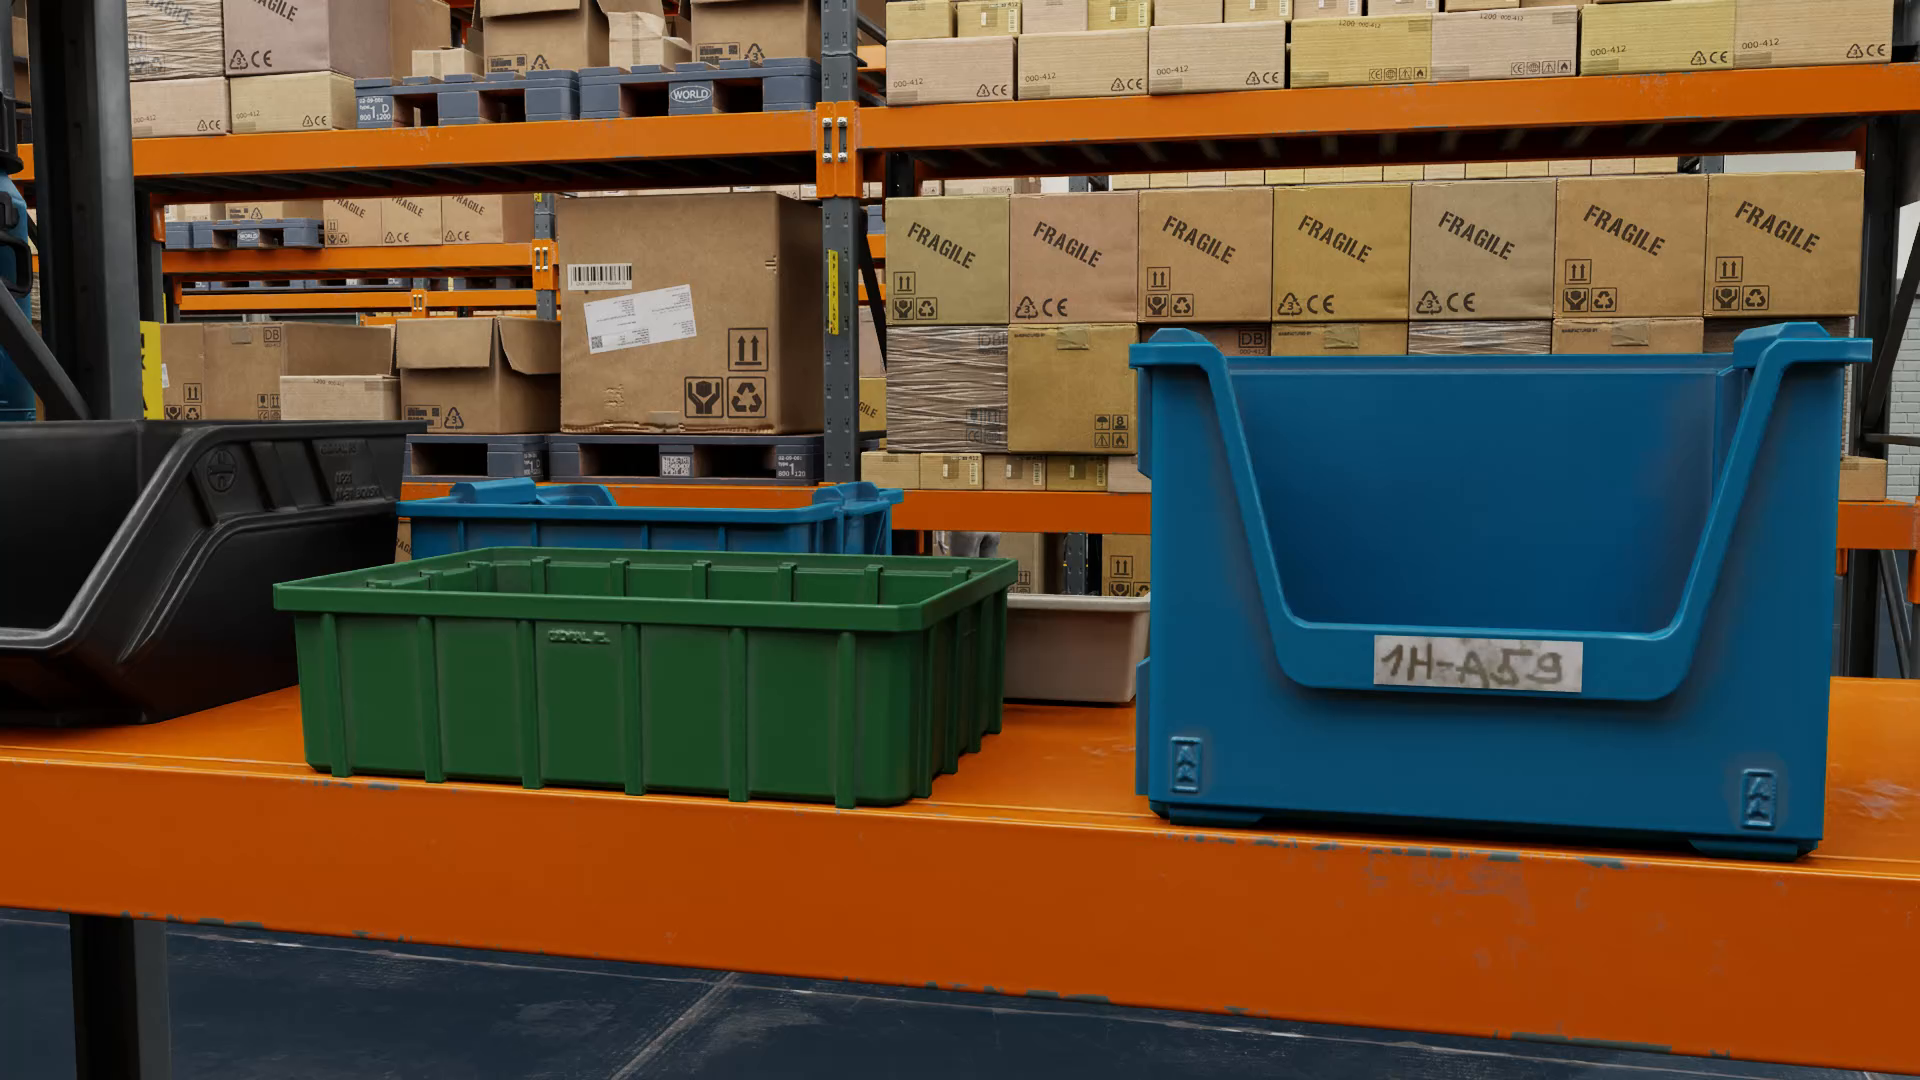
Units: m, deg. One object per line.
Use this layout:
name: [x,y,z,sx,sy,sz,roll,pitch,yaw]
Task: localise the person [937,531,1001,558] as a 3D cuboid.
person: [0.045,-0.079,10.396,0.588,1.697,0.534,-5,7,-43]
